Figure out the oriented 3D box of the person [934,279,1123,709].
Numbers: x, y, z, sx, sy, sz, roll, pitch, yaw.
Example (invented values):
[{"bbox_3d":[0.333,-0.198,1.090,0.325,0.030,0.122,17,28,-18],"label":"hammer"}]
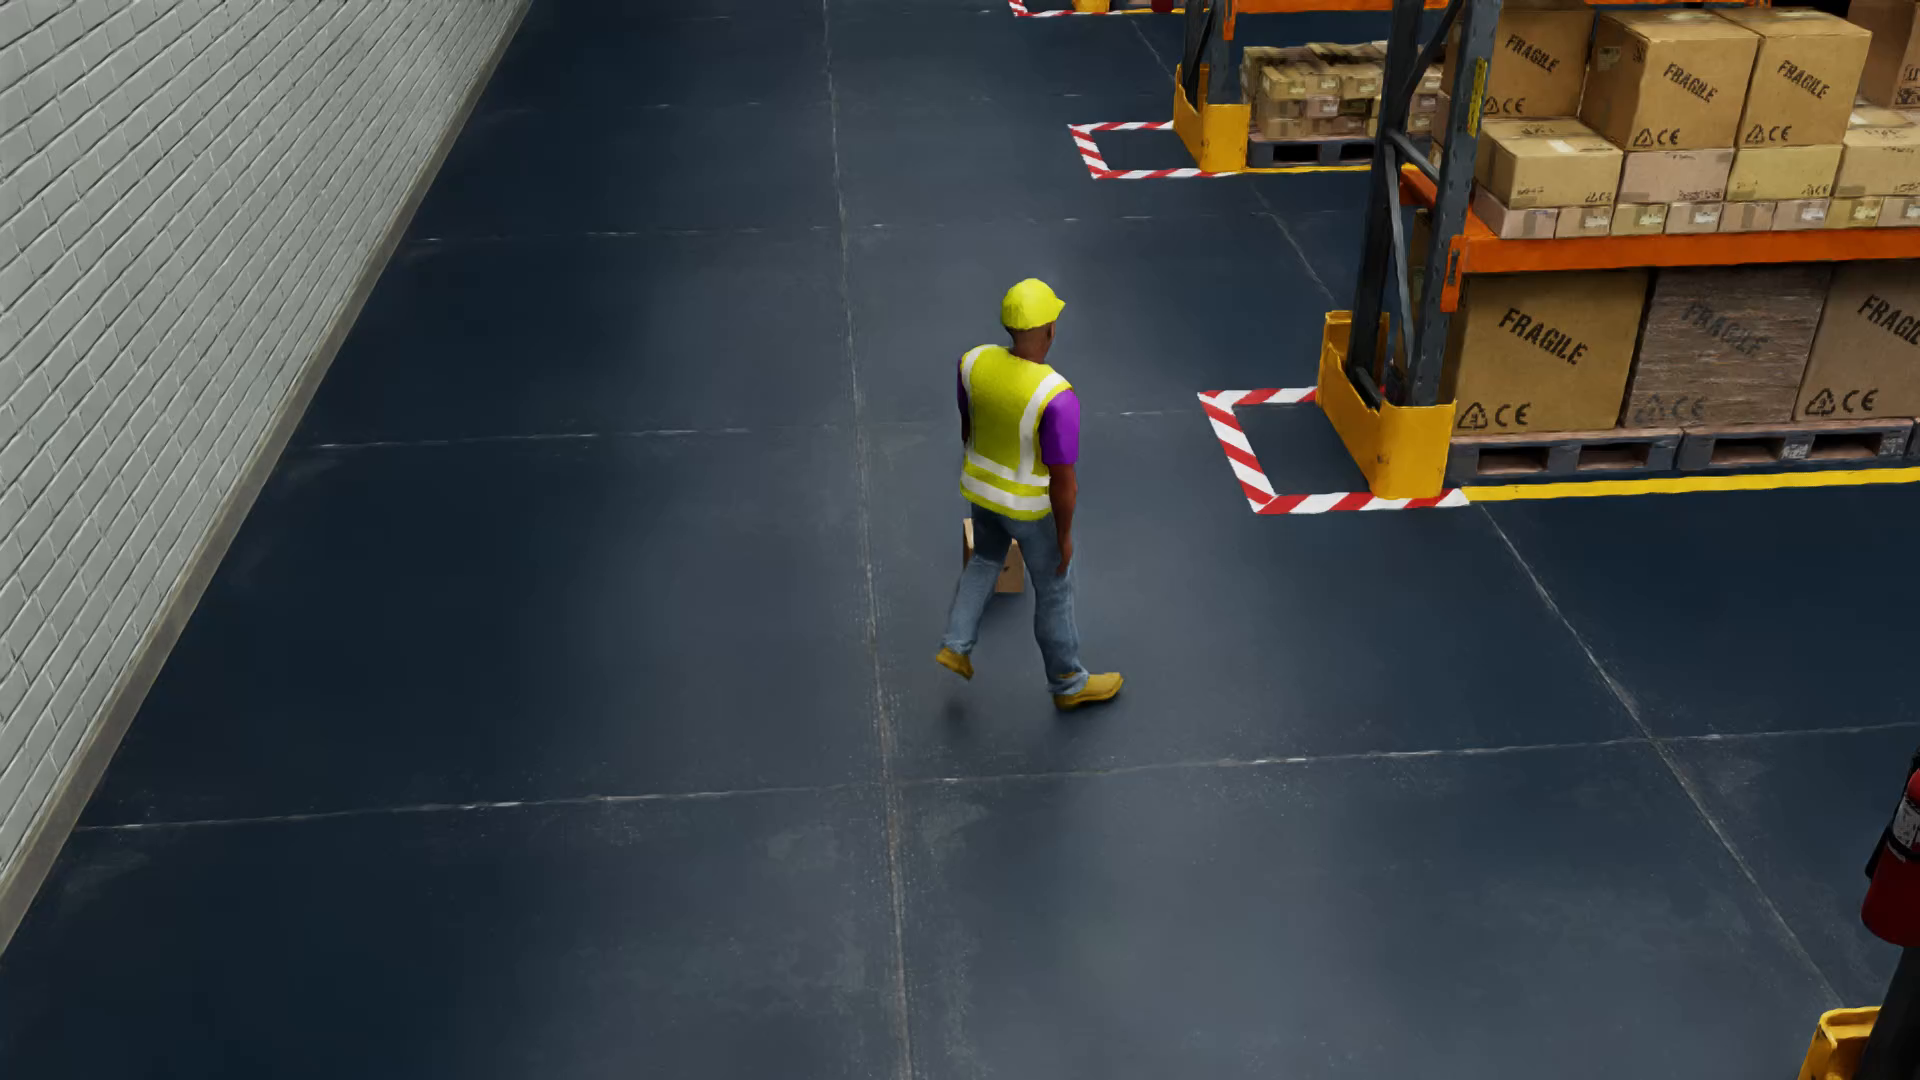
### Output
[{"bbox_3d":[0.231,-0.137,6.307,0.658,1.761,0.624,23,38,33],"label":"person"}]
